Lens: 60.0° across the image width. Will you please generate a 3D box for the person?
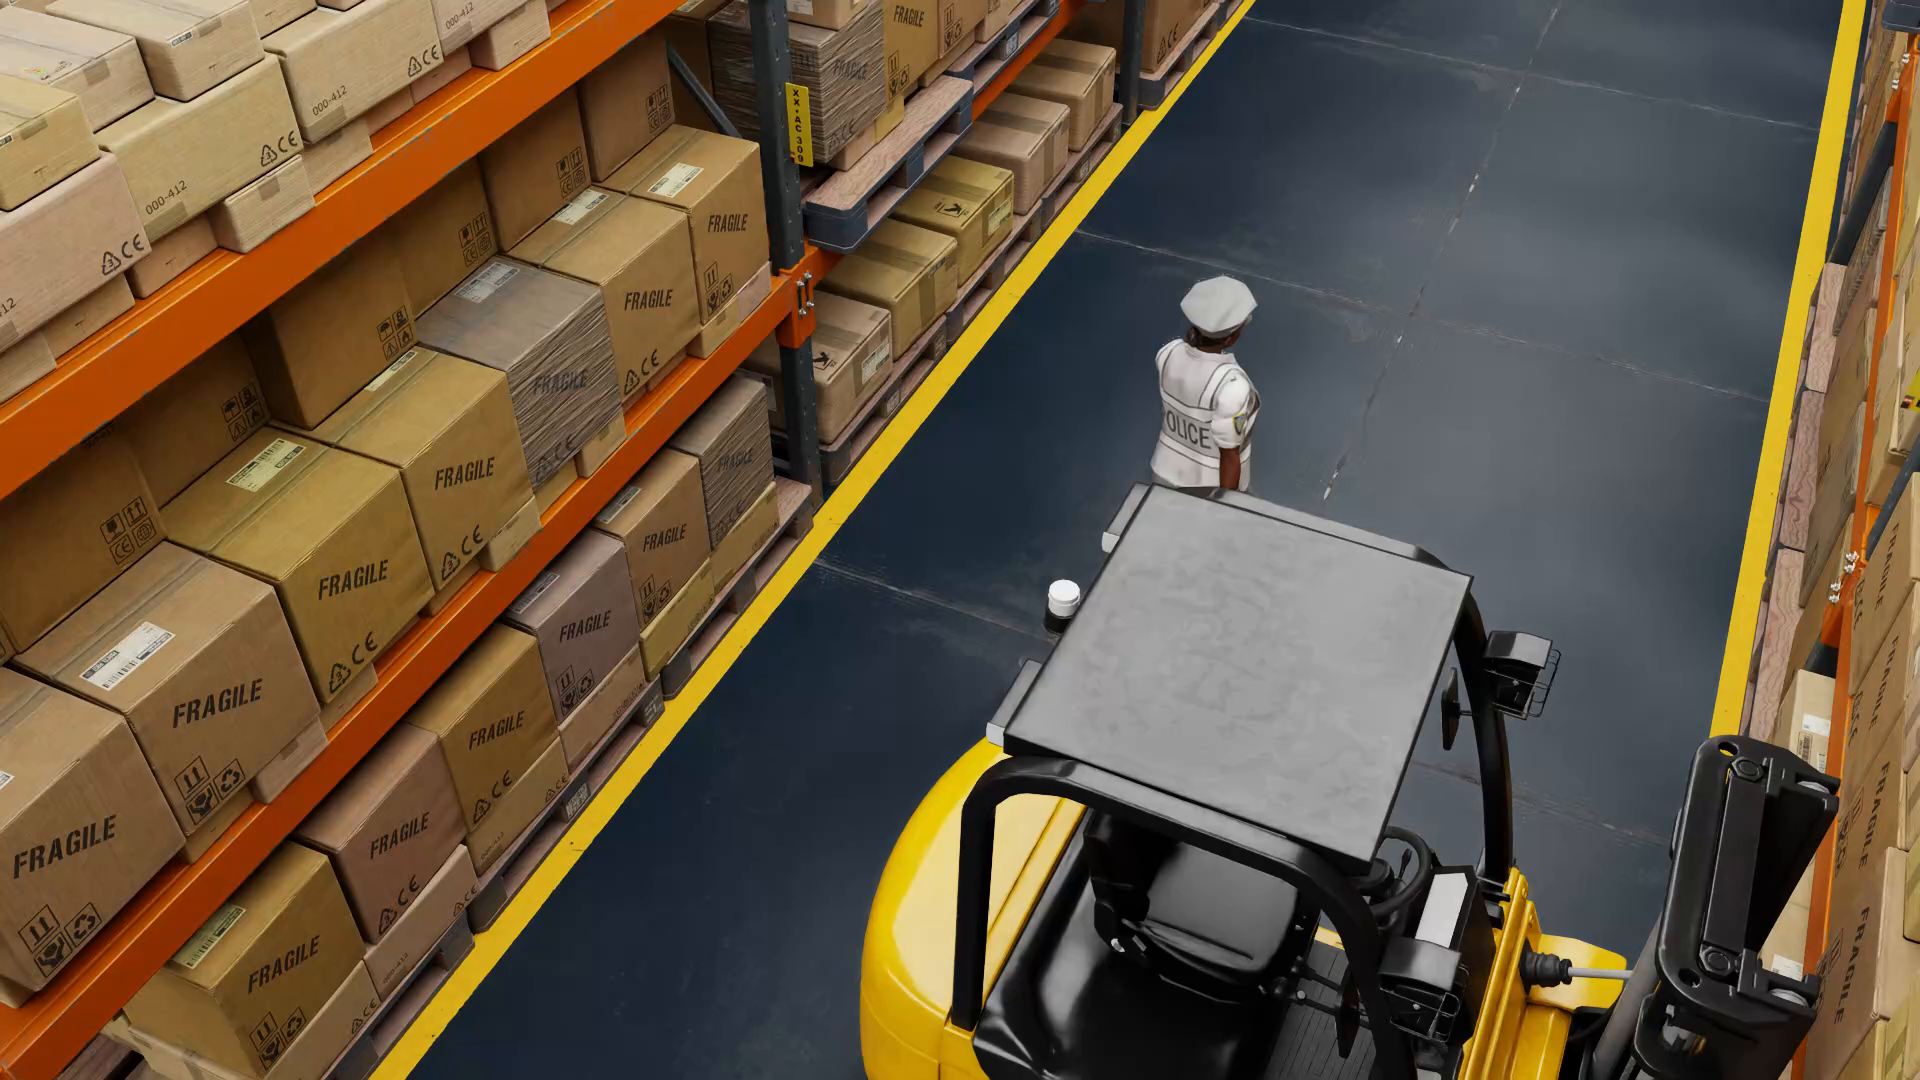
[{"bbox_3d":[0.951,-0.227,6.428,0.582,1.734,0.500,-33,52,-31],"label":"person"}]
